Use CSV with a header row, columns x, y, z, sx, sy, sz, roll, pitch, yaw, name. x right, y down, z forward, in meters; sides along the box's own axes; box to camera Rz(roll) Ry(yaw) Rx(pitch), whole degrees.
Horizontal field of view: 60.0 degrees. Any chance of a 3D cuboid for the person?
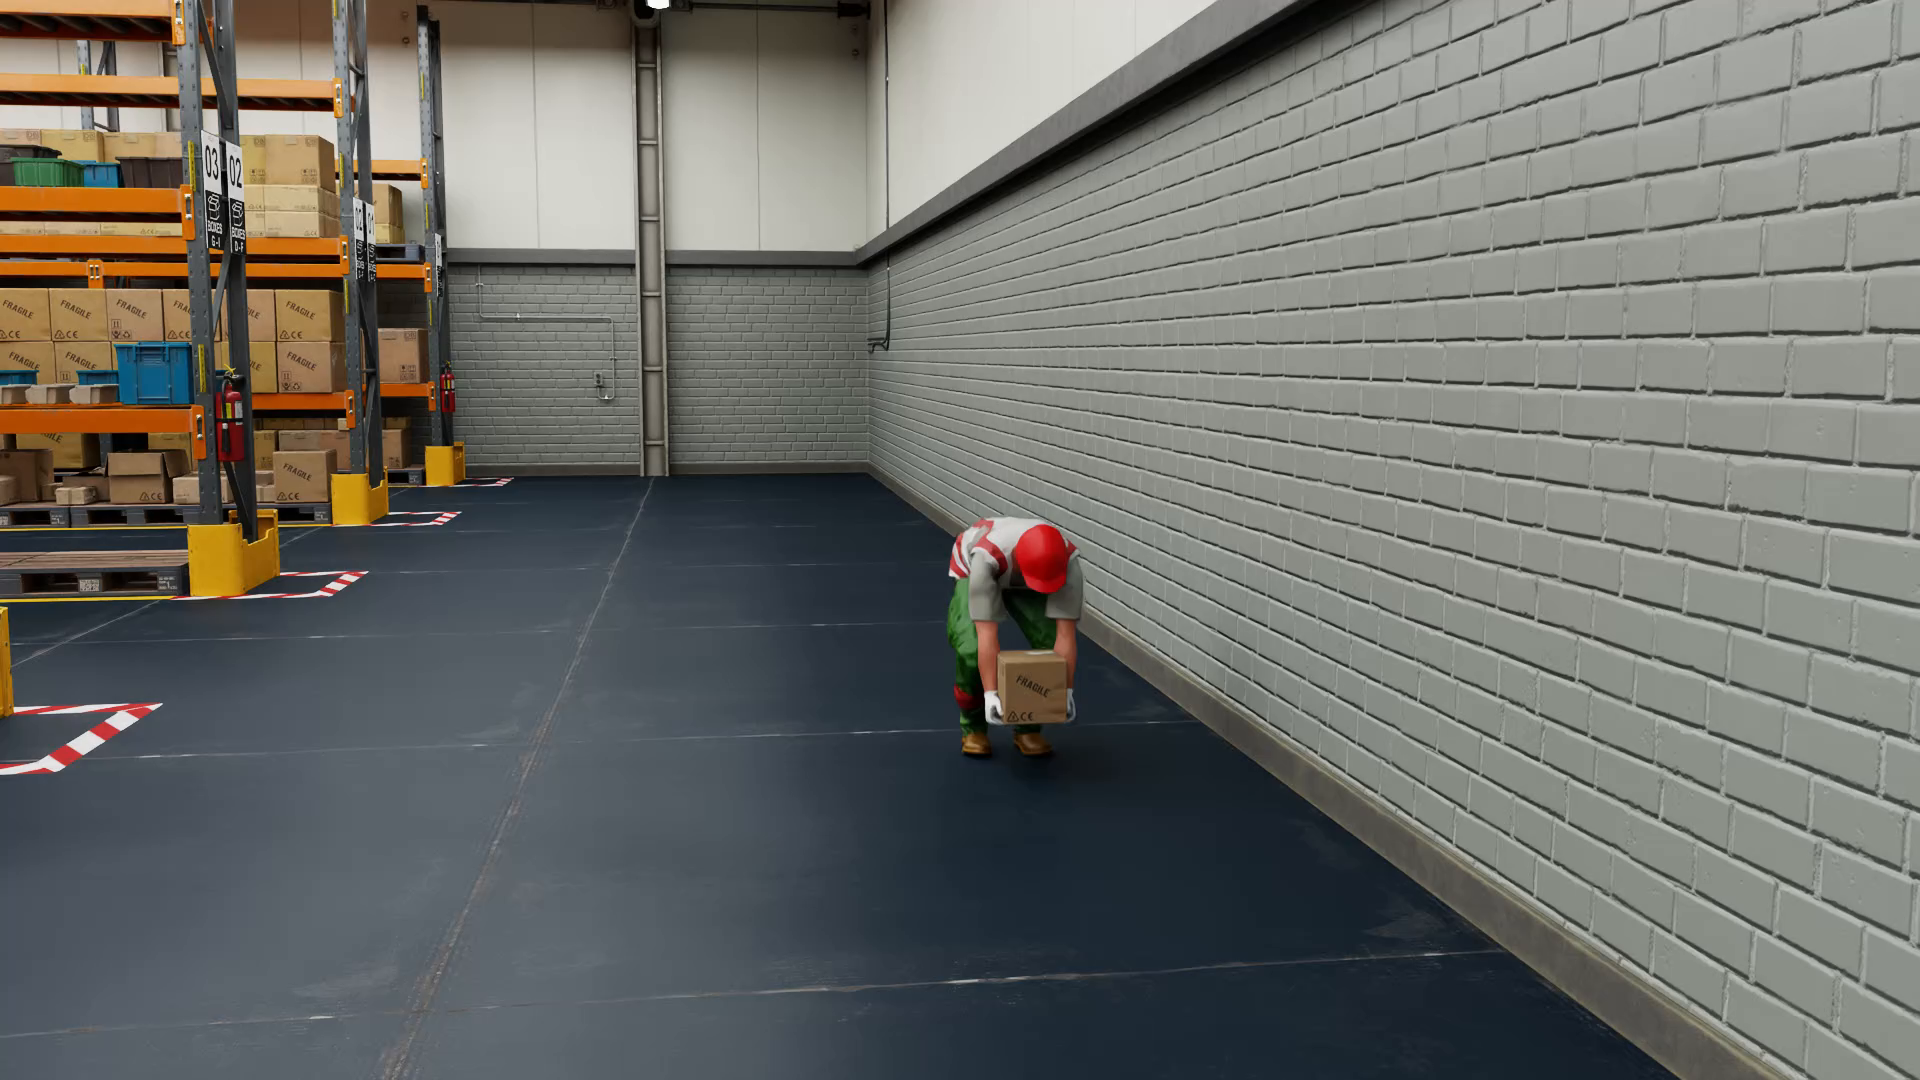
x,y,z,sx,sy,sz,roll,pitch,yaw,name
0.226,0.408,6.883,0.523,1.025,0.958,-1,7,-11,person
